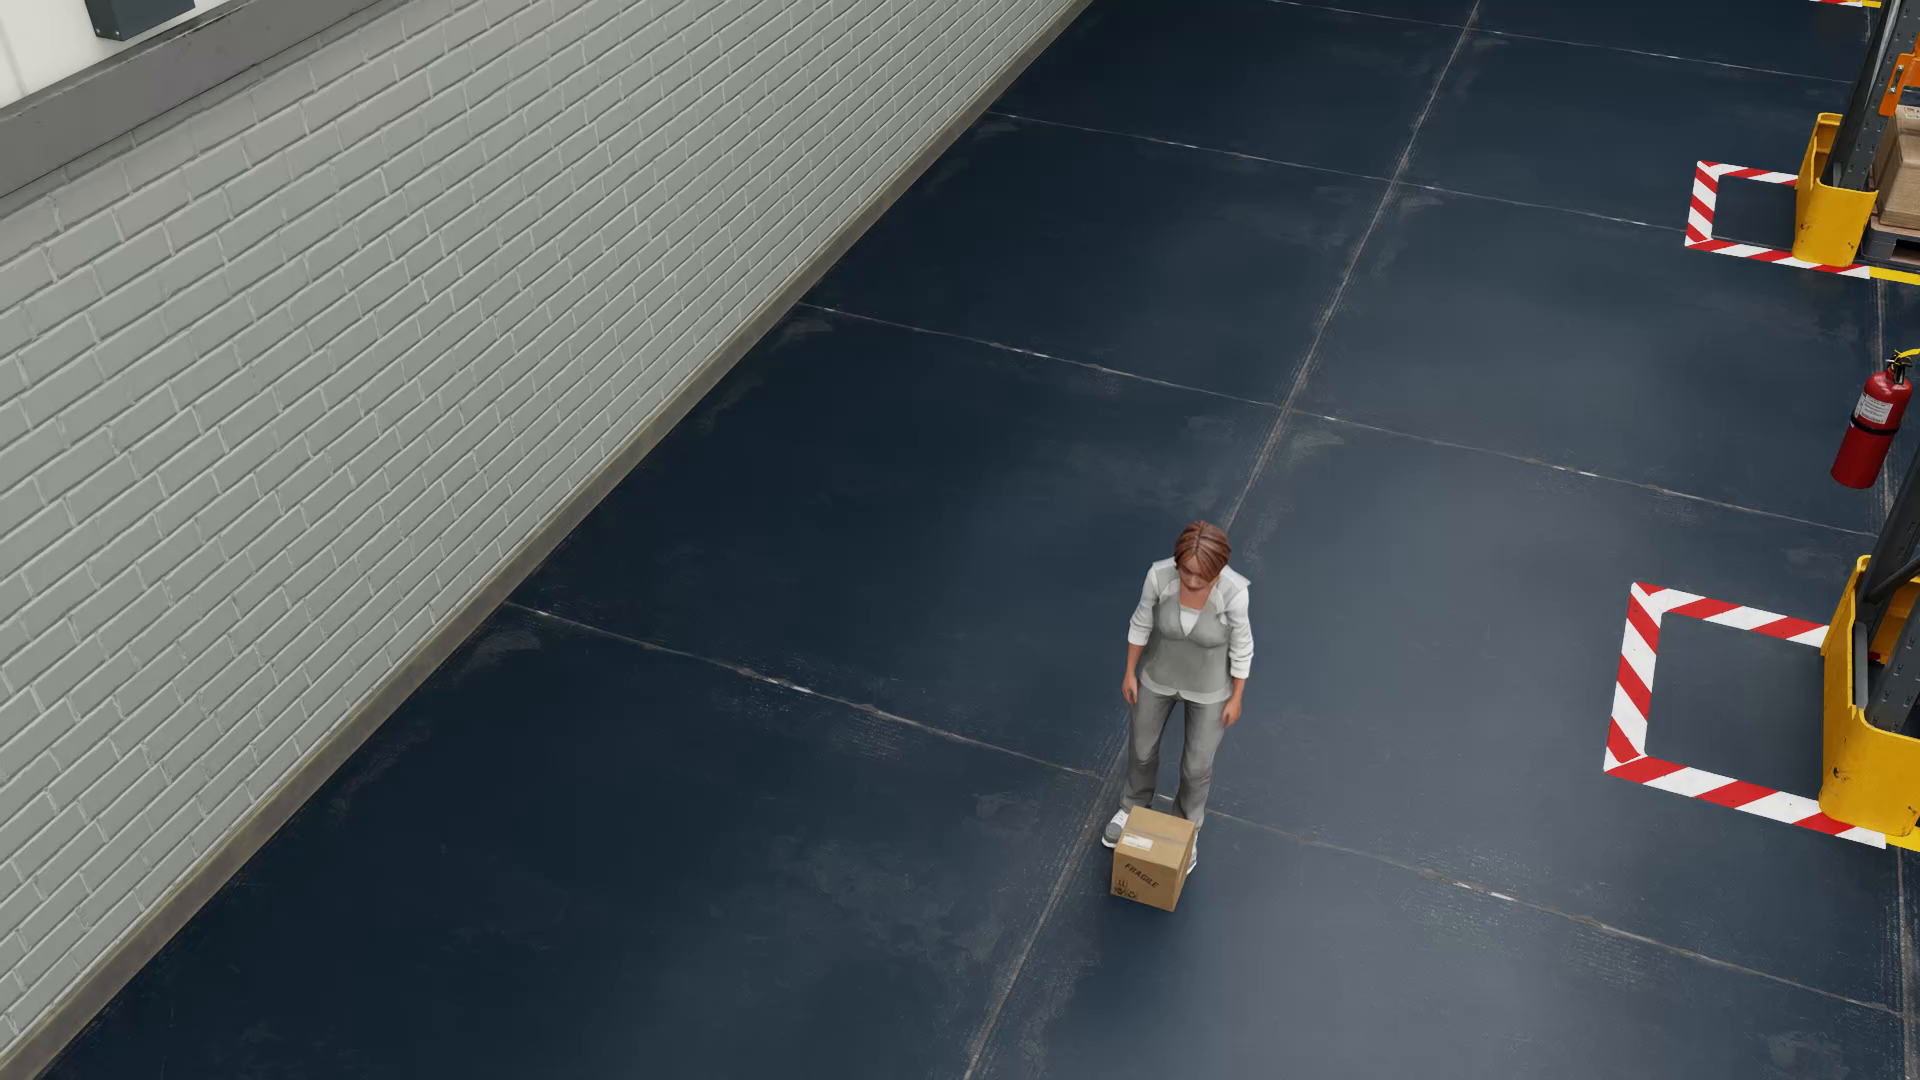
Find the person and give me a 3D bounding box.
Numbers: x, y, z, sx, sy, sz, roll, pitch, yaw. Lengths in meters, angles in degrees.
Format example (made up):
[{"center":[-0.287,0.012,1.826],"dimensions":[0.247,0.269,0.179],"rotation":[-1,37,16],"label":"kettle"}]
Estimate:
[{"center":[0.816,0.559,6.122],"dimensions":[0.467,1.580,0.376],"rotation":[13,40,16],"label":"person"}]
